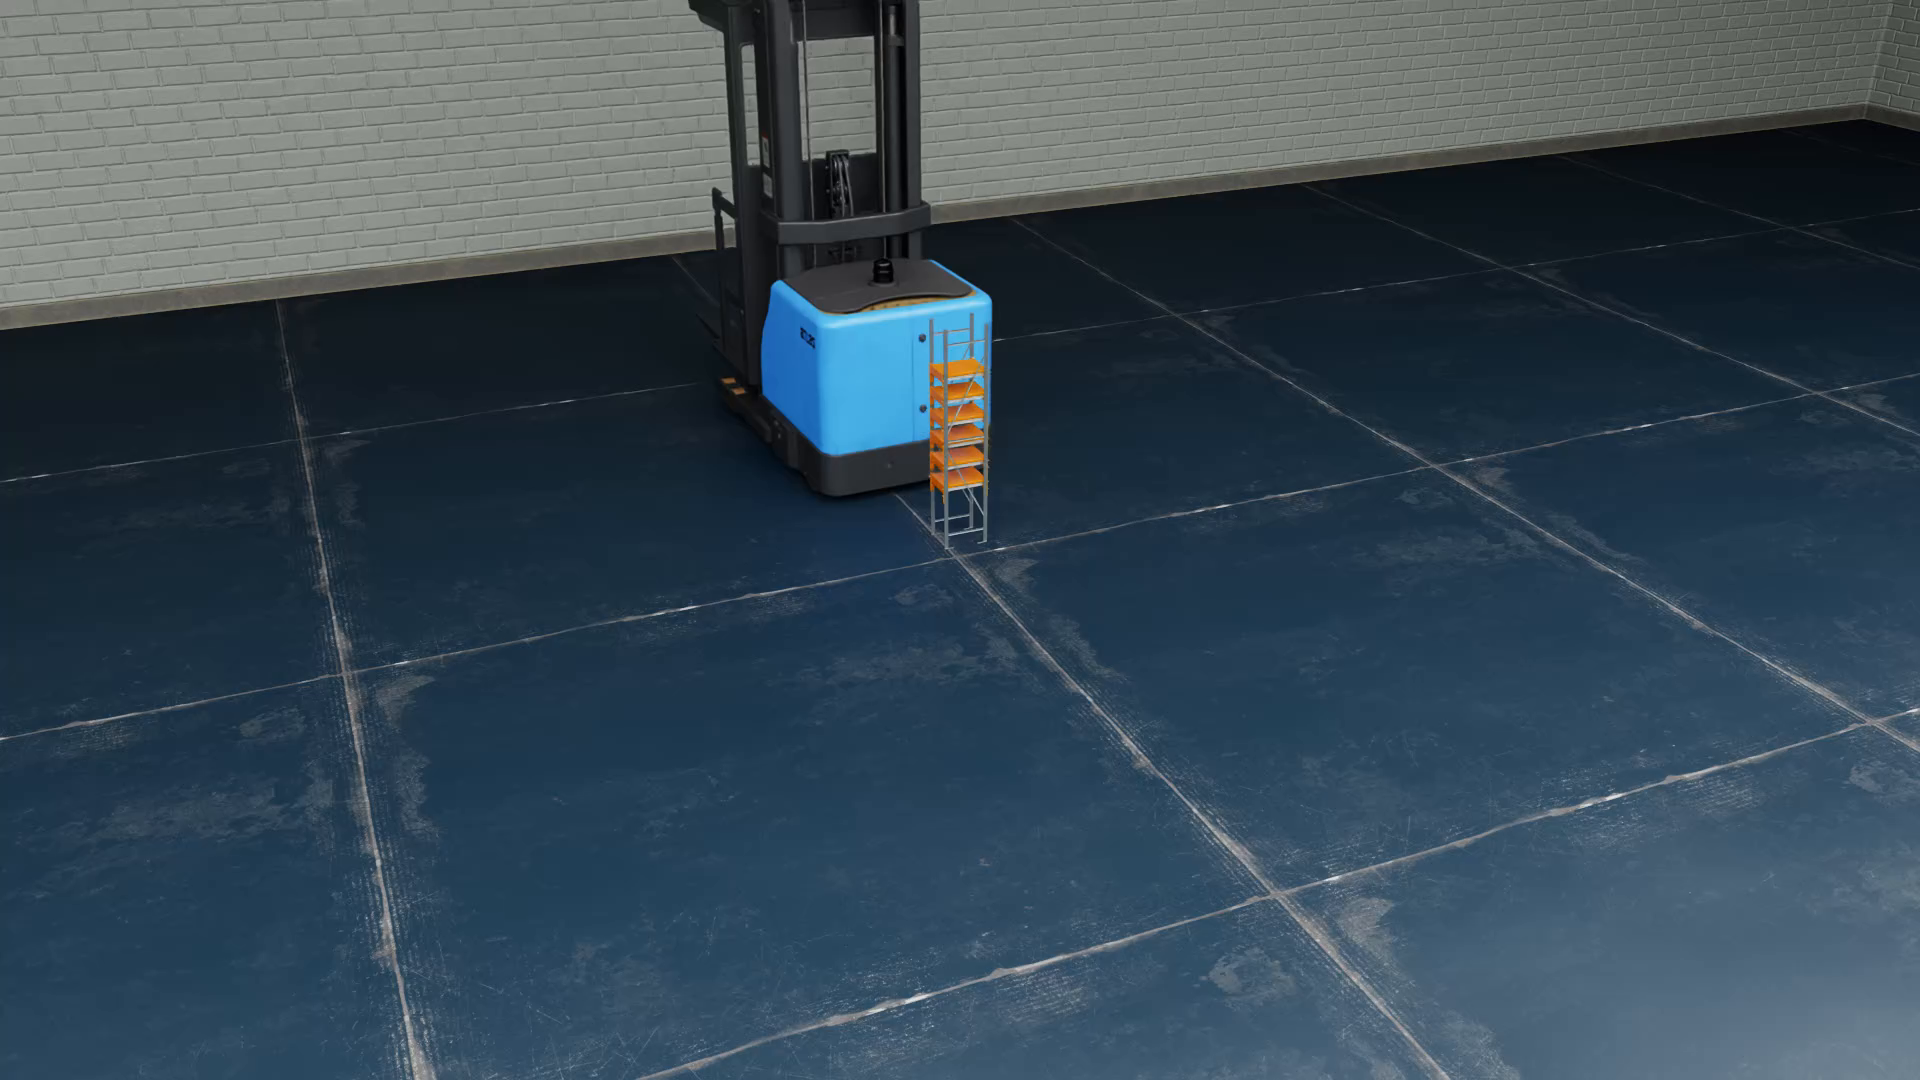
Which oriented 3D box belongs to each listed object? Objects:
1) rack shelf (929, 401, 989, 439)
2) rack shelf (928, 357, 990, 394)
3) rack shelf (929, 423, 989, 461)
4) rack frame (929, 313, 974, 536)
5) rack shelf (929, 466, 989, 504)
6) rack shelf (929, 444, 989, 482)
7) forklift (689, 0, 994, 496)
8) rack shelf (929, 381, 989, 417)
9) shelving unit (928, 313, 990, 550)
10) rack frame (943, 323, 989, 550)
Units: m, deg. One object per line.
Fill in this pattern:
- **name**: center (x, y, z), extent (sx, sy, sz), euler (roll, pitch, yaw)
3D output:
- **rack shelf**: center (-0.006, -0.613, 8.466), extent (0.258, 0.103, 0.180), euler (-11, 28, -21)
- **rack shelf**: center (-0.006, -0.829, 8.360), extent (0.258, 0.103, 0.180), euler (-11, 28, -21)
- **rack shelf**: center (-0.006, -0.505, 8.518), extent (0.258, 0.103, 0.180), euler (-11, 28, -21)
- **rack frame**: center (-0.042, -0.582, 8.574), extent (0.240, 1.200, 0.006), euler (-11, 28, -21)
- **rack shelf**: center (-0.006, -0.289, 8.624), extent (0.258, 0.103, 0.180), euler (-11, 28, -21)
- **rack shelf**: center (-0.006, -0.397, 8.571), extent (0.258, 0.103, 0.180), euler (-11, 28, -21)
- **forklift**: center (-0.893, -2.174, 9.862), extent (1.130, 2.935, 3.031), euler (-12, 28, -22)
- **rack shelf**: center (-0.006, -0.721, 8.413), extent (0.258, 0.103, 0.180), euler (-11, 28, -21)
- **shelving unit**: center (-0.006, -0.545, 8.499), extent (0.258, 1.200, 0.189), euler (-11, 28, -21)
- **rack frame**: center (0.030, -0.508, 8.423), extent (0.240, 1.200, 0.006), euler (-11, 28, -21)
